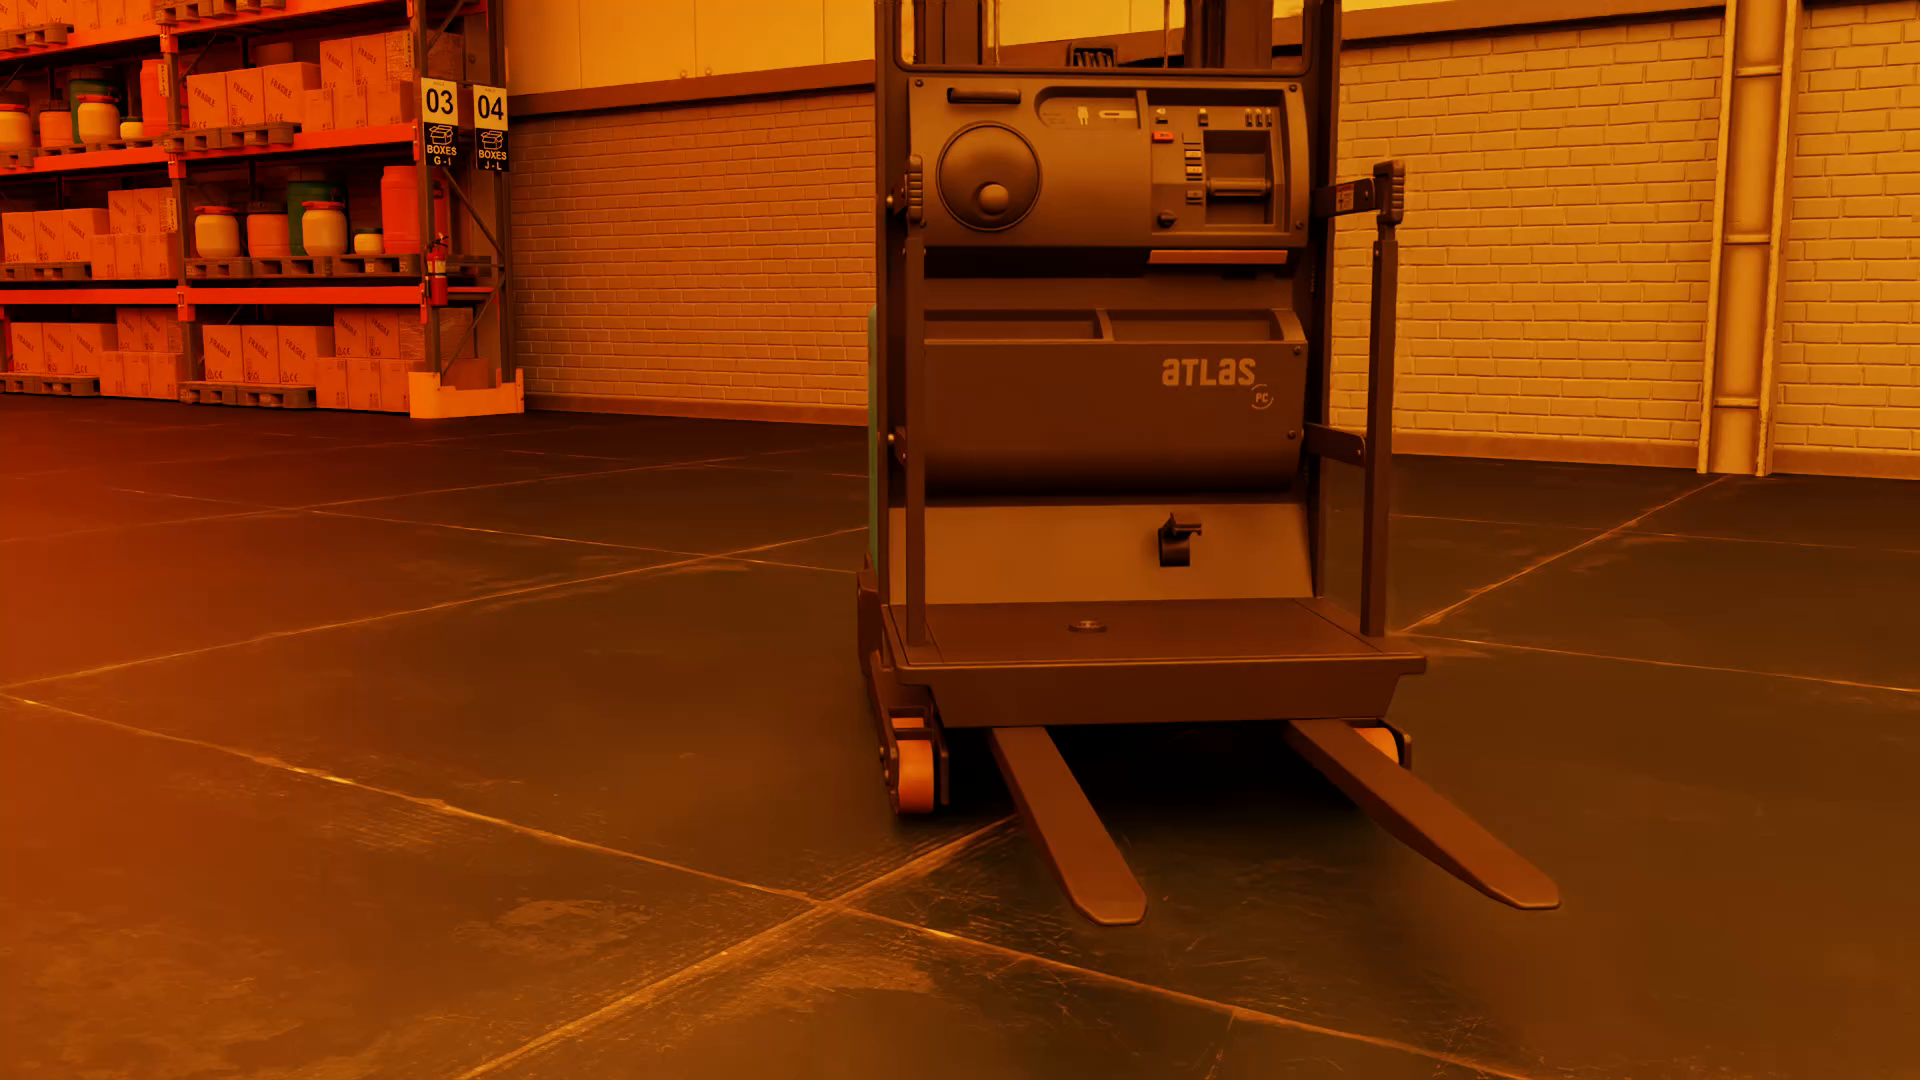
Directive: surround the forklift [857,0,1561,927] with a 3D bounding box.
[{"bbox_3d":[0.371,-0.918,3.649,1.130,2.935,3.031,-1,8,-6],"label":"forklift"}]
